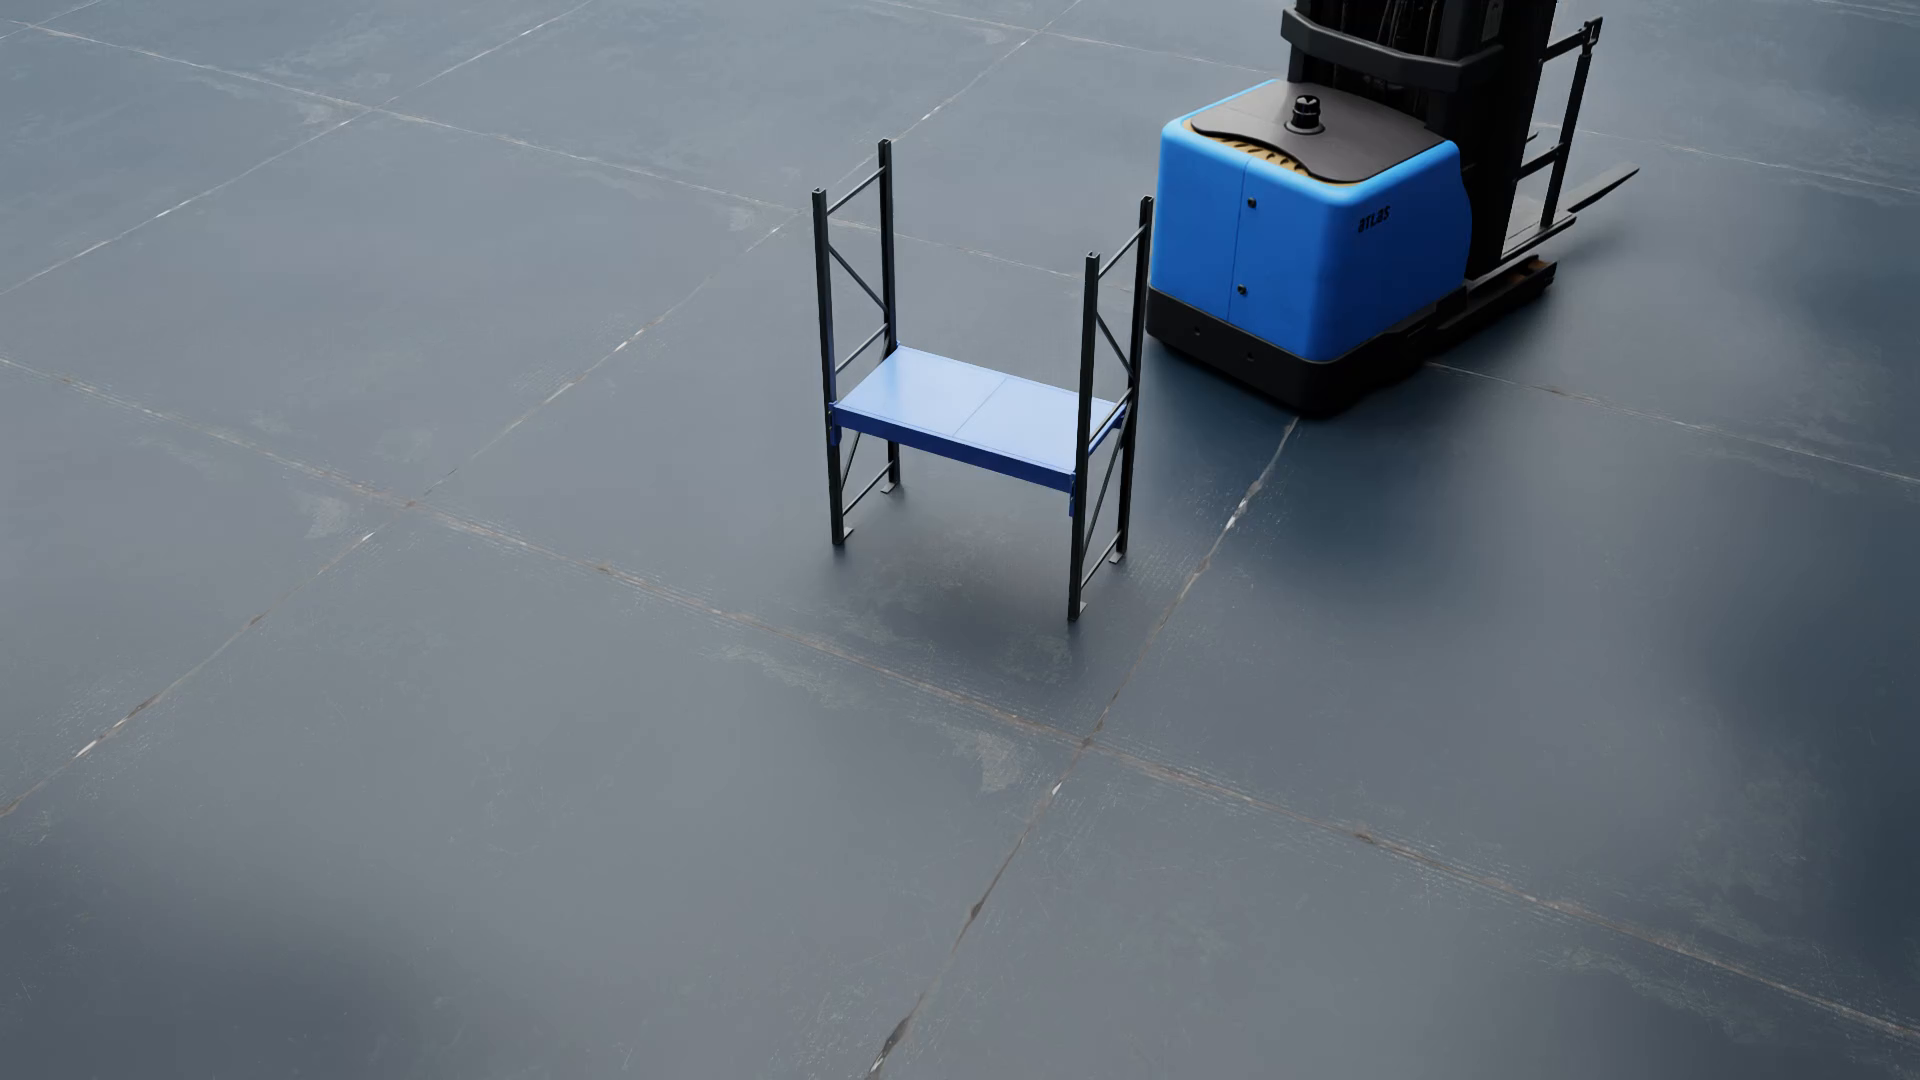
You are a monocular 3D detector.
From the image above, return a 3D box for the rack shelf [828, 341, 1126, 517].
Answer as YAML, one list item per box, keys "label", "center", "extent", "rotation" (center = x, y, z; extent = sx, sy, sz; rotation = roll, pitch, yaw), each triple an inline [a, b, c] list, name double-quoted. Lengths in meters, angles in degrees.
- label: "rack shelf"
  center: [0.076, -0.430, 6.191]
  extent: [1.000, 0.185, 0.538]
  rotation: [17, 41, 21]

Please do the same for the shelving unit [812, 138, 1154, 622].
- label: "shelving unit"
  center: [0.076, -0.574, 6.082]
  extent: [1.048, 1.500, 0.538]
  rotation: [17, 41, 21]

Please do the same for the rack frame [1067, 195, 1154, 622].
- label: "rack frame"
  center: [0.527, -0.432, 5.896]
  extent: [0.032, 1.500, 0.500]
  rotation: [17, 41, 21]

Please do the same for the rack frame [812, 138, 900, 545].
- label: "rack frame"
  center: [-0.376, -0.715, 6.269]
  extent: [0.032, 1.500, 0.500]
  rotation: [17, 41, 21]

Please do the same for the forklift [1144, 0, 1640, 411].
- label: "forklift"
  center: [2.274, -2.497, 7.433]
  extent: [3.031, 2.935, 1.130]
  rotation: [-29, 46, -33]
